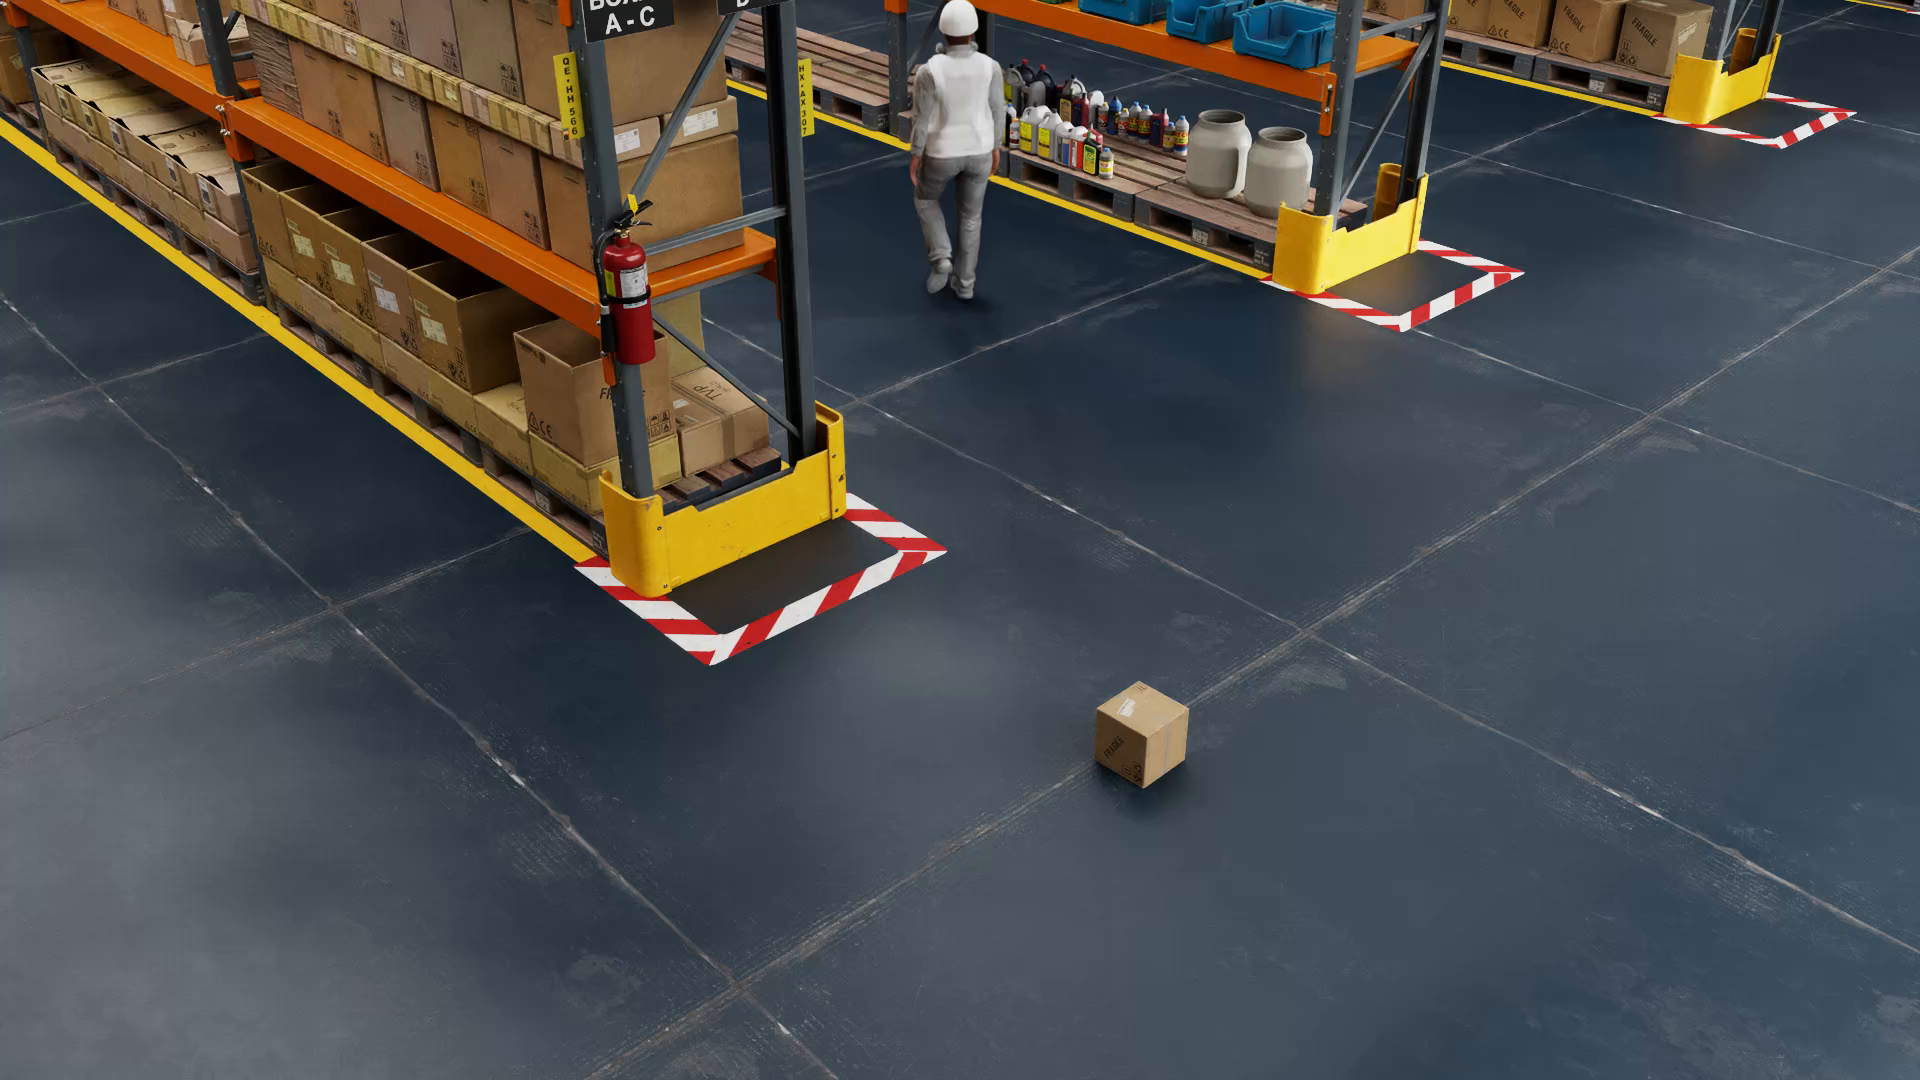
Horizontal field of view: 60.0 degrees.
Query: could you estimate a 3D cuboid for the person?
[{"bbox_3d":[-0.027,-2.314,9.830,0.578,1.766,0.459,-5,32,-8],"label":"person"}]
